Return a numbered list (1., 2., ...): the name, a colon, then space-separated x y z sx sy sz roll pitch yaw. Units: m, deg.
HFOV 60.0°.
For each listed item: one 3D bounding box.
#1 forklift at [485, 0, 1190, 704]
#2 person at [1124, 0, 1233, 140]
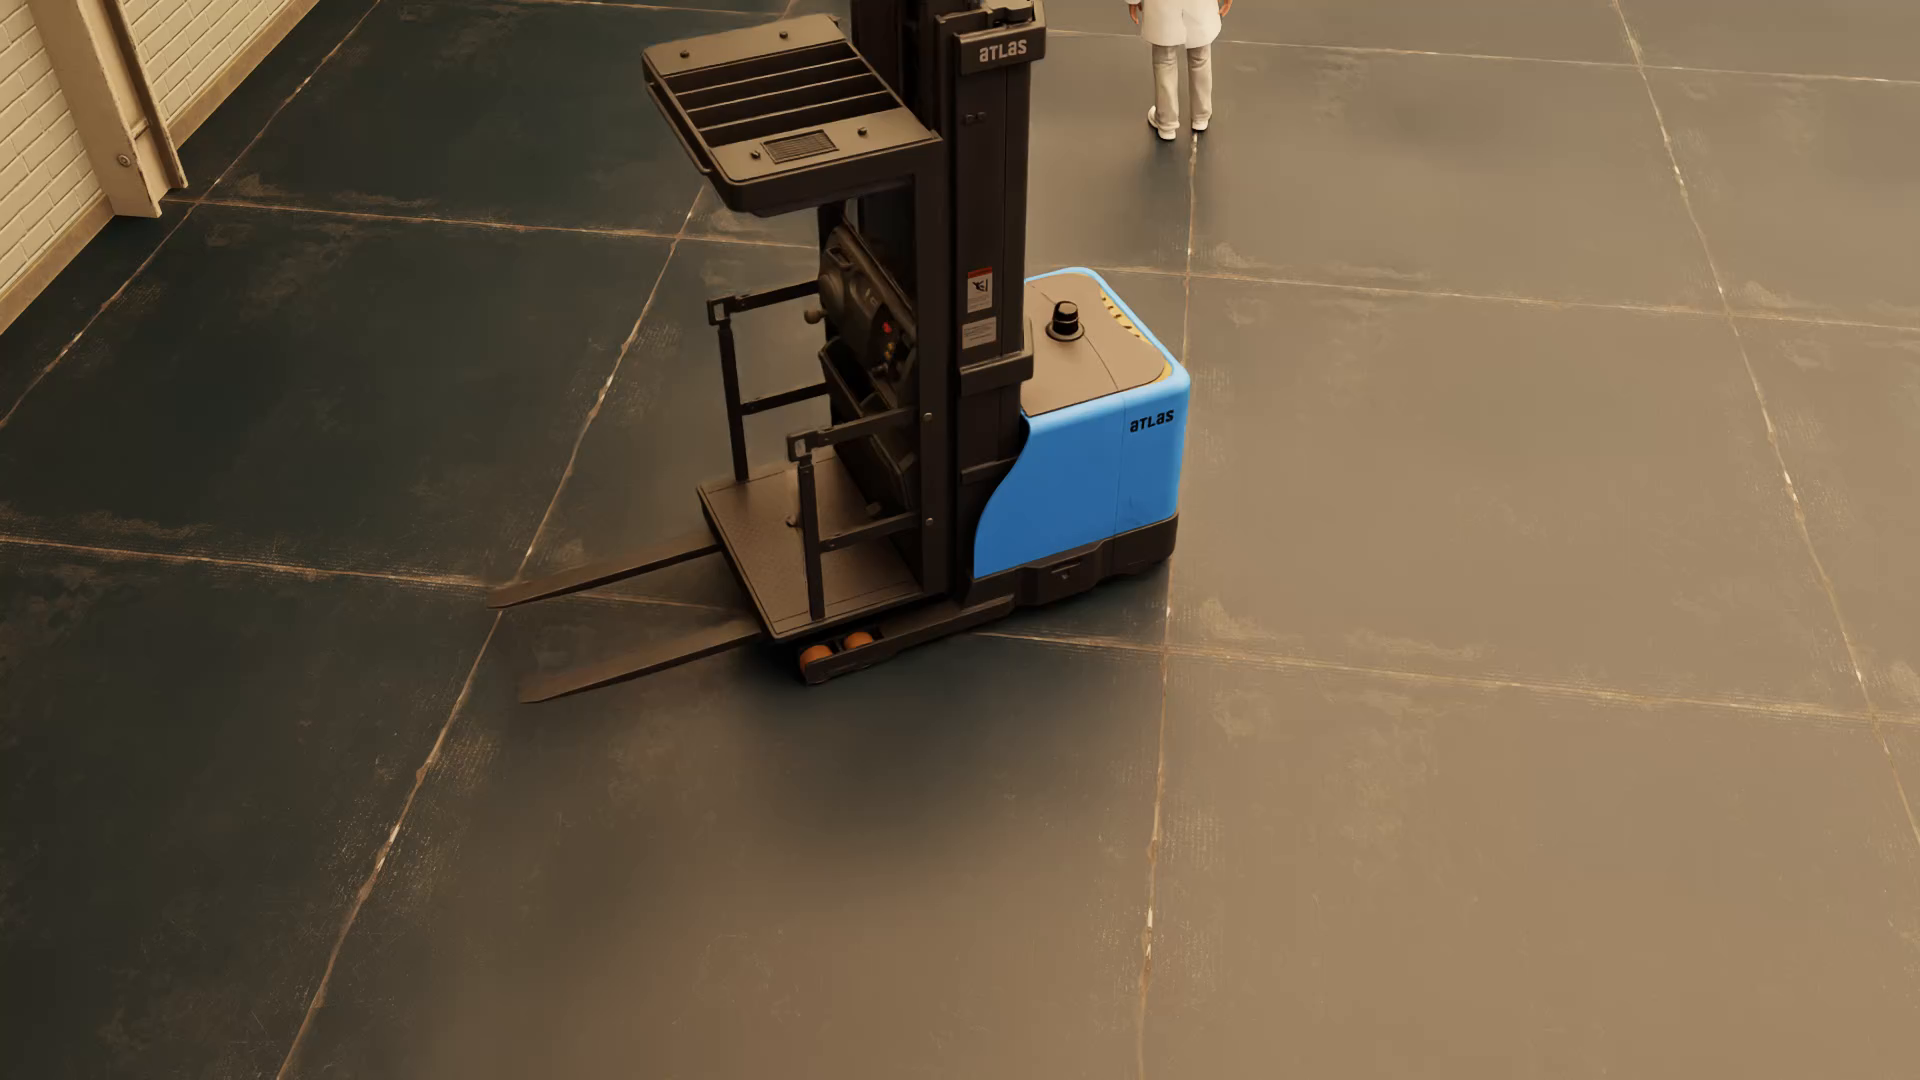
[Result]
1. forklift: -0.562 -0.870 6.671 3.031 2.935 1.130 -17 45 -18
2. person: 1.341 -3.338 10.200 0.694 1.775 0.581 -1 43 -1
